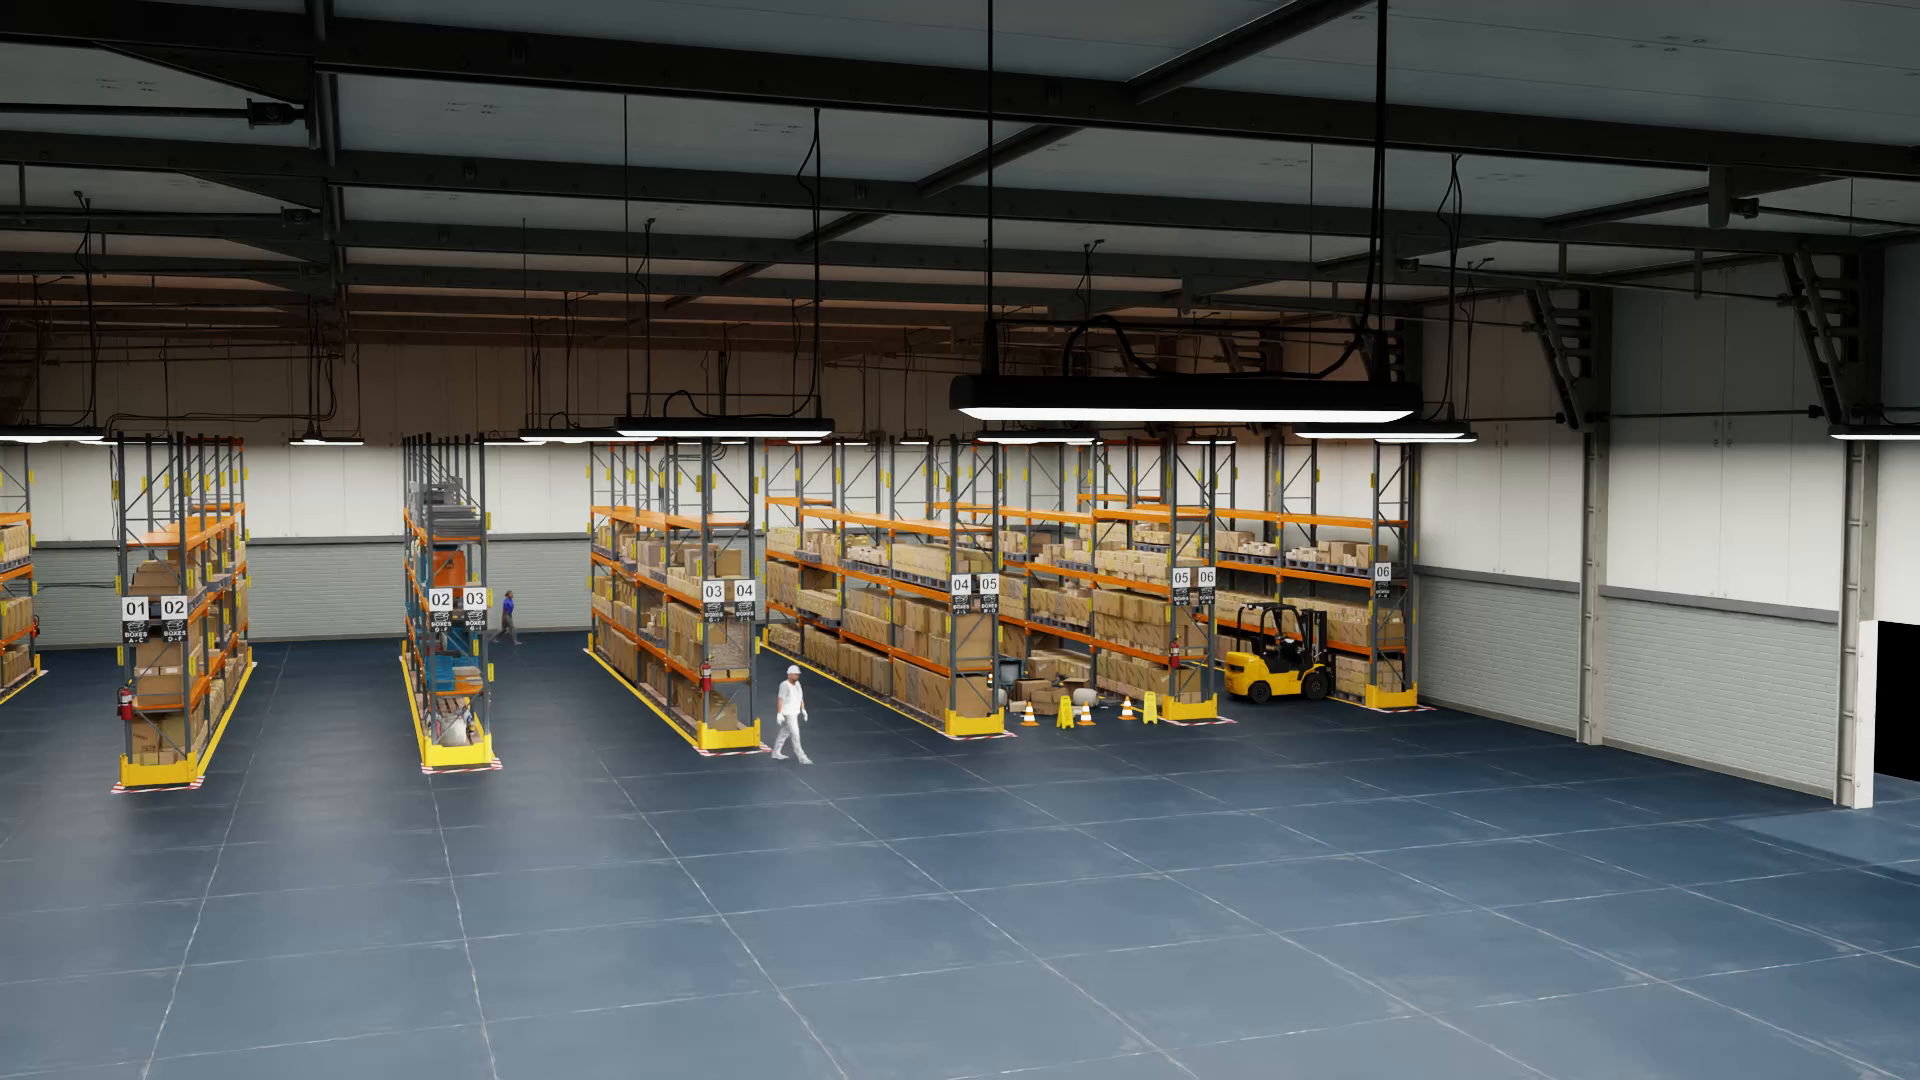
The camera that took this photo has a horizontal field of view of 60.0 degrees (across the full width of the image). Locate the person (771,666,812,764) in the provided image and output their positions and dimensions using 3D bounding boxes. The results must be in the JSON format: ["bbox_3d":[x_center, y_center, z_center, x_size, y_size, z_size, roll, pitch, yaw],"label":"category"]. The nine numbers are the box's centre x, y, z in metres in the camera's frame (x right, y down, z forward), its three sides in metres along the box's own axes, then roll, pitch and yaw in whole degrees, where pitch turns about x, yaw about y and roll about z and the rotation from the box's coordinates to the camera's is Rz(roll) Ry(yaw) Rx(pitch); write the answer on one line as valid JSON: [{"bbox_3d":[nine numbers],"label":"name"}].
[{"bbox_3d":[-3.025,3.148,30.208,0.943,1.735,0.574,1,3,19],"label":"person"}]

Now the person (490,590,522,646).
[{"bbox_3d":[-13.152,2.273,48.179,1.013,1.518,0.446,0,3,5],"label":"person"}]

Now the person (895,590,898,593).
[{"bbox_3d":[-1.791,2.172,45.467,0.617,1.645,0.713,-2,4,-31],"label":"person"}]

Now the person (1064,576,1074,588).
[{"bbox_3d":[3.494,1.903,52.834,0.730,1.777,0.551,-1,3,-17],"label":"person"}]
